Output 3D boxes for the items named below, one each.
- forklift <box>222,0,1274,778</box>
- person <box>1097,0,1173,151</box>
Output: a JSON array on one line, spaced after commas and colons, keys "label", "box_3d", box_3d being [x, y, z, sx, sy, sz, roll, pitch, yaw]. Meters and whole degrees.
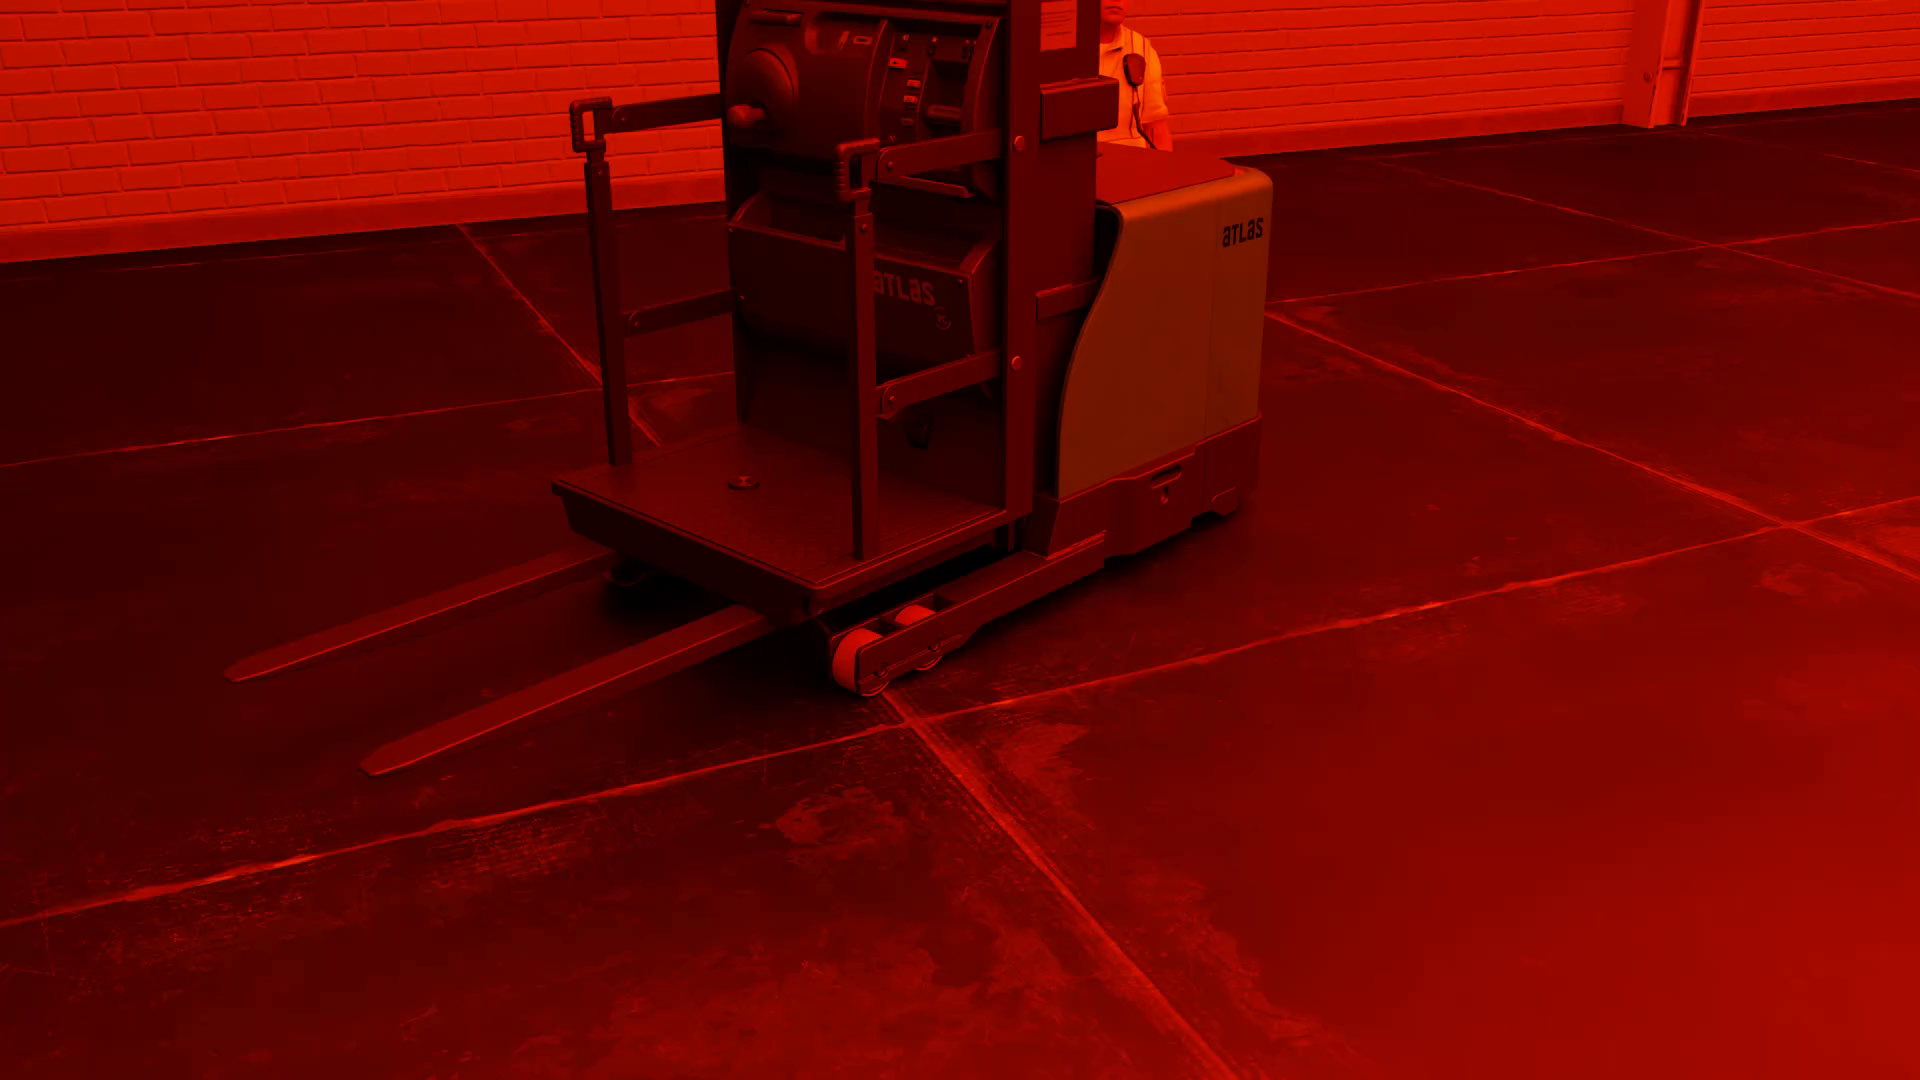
[{"label": "forklift", "box_3d": [-0.413, -1.182, 4.131, 1.130, 2.935, 3.031, 19, 29, 39]}, {"label": "person", "box_3d": [0.418, -1.066, 5.482, 0.599, 1.669, 0.529, -2, 23, -4]}]
